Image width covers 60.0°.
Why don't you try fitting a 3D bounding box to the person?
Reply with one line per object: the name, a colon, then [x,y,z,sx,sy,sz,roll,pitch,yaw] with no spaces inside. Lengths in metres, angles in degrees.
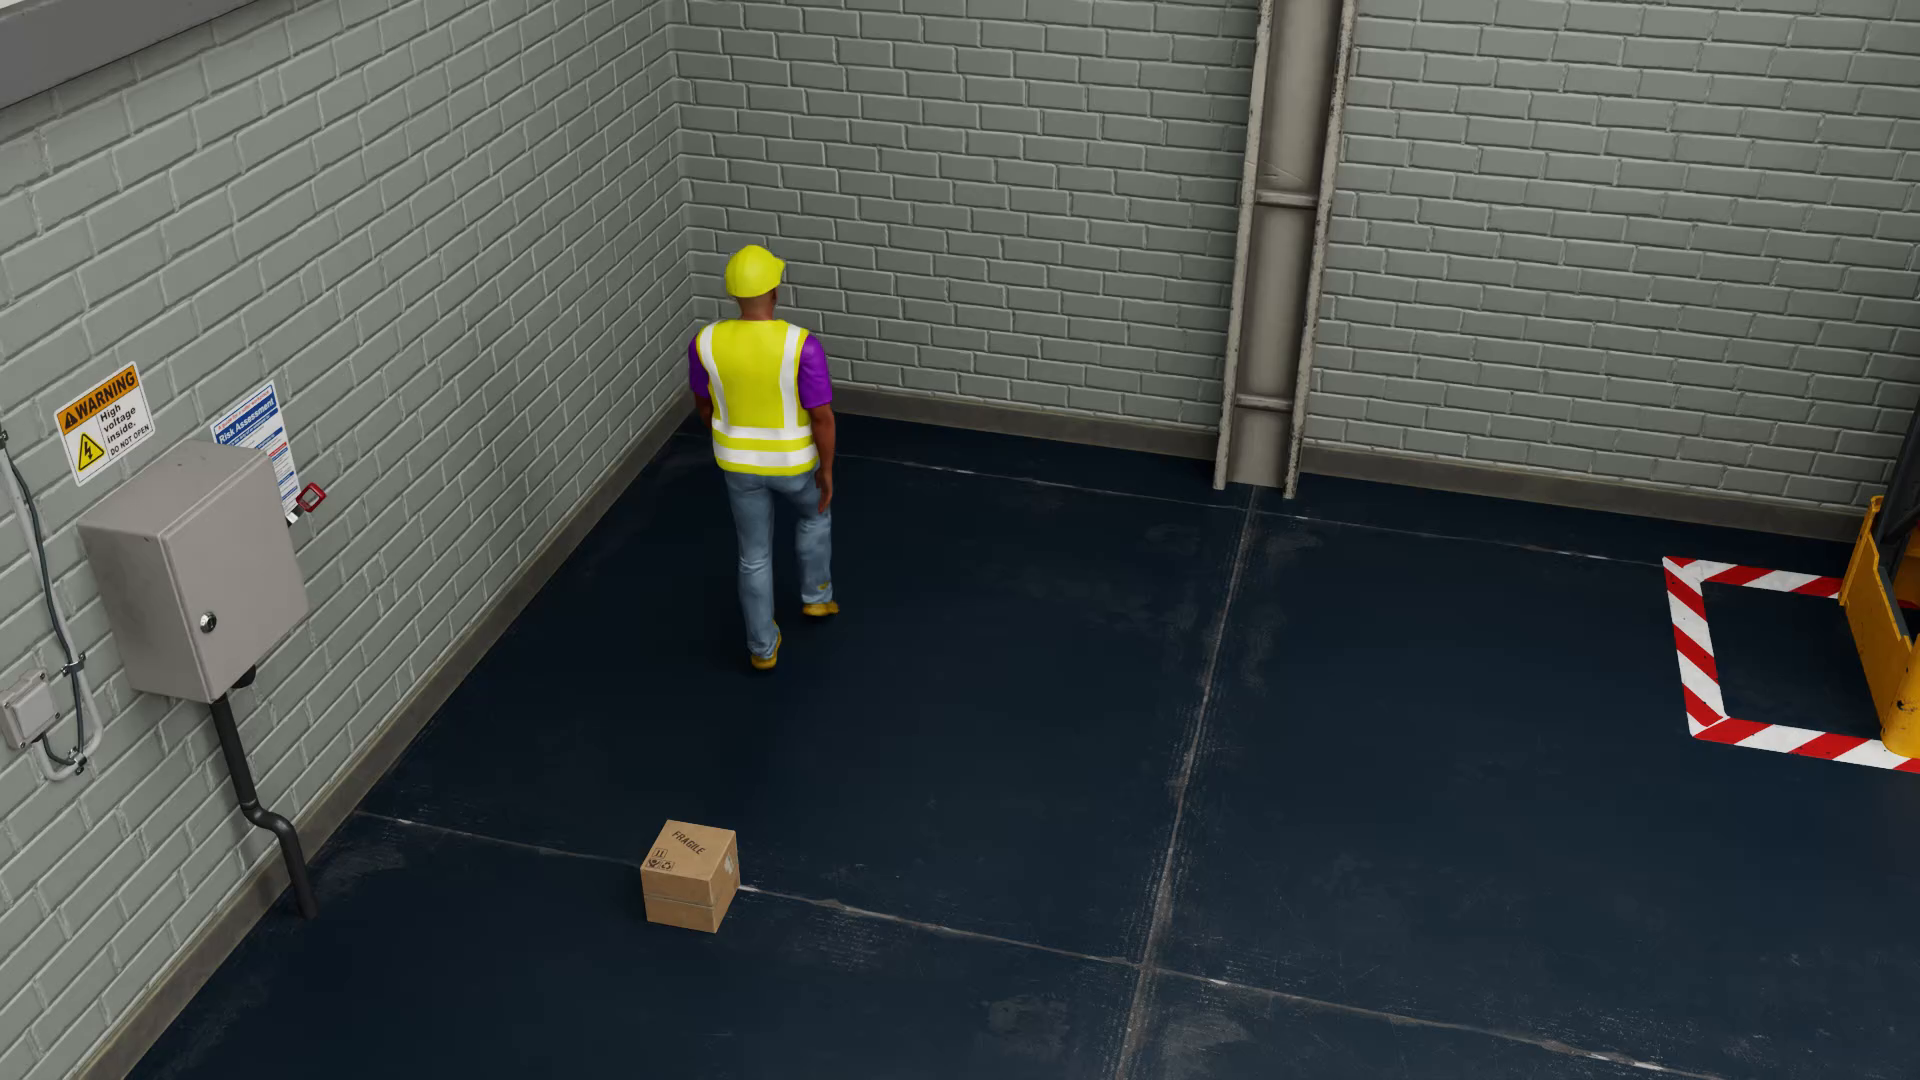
person: [-0.758,-0.320,6.639,0.582,1.825,0.628,3,33,4]
